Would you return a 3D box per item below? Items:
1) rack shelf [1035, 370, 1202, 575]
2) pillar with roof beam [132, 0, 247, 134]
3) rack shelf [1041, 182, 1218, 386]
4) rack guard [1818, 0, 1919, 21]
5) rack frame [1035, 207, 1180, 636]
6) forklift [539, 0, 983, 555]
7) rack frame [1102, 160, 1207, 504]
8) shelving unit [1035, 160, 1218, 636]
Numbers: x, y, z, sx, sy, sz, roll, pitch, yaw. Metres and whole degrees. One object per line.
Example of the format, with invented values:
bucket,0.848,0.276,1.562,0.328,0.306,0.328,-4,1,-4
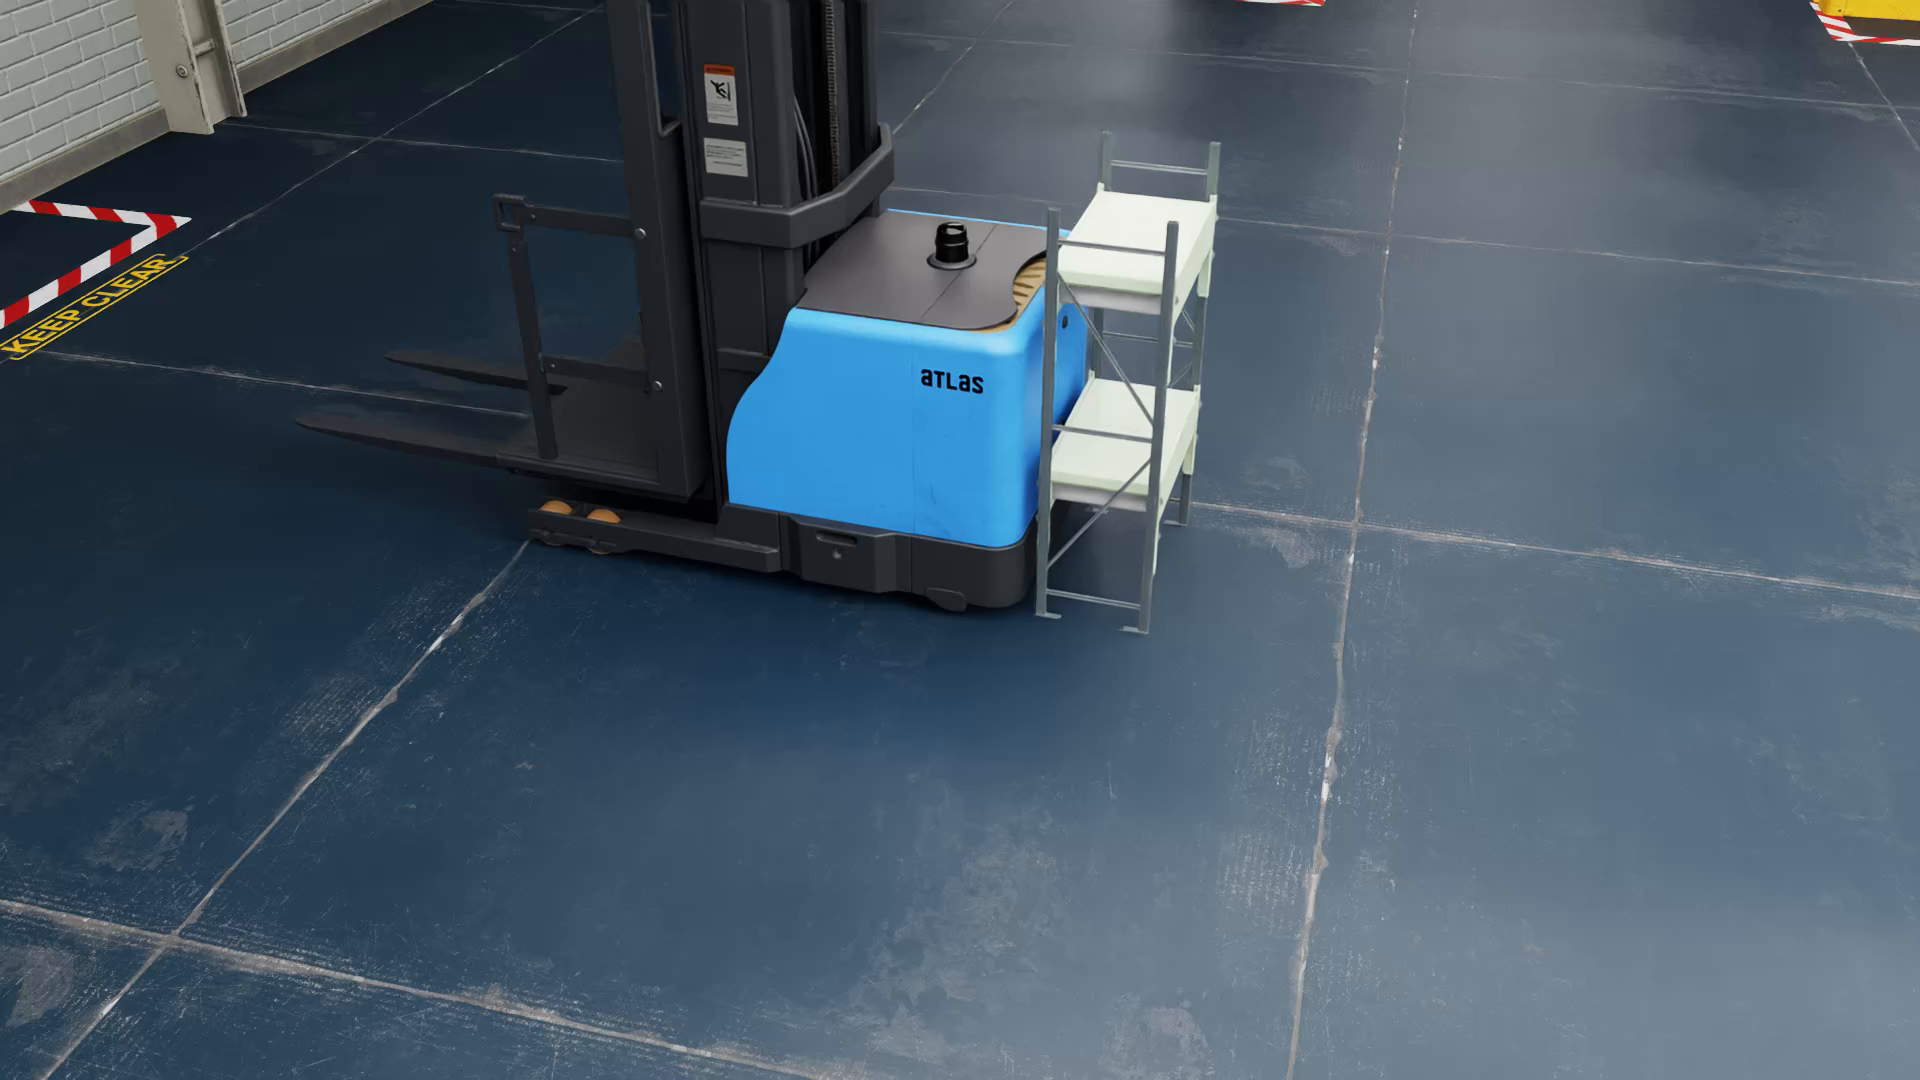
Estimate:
rack shelf,0.567,-0.253,5.858,0.431,0.370,0.720,9,34,14
pillar with roof beam,-0.514,-5.808,6.998,9.100,9.000,0.400,8,33,12
rack shelf,0.567,-0.858,5.474,0.431,0.370,0.720,9,34,14
rack guard,7.060,-4.137,12.291,1.175,0.500,0.348,8,33,12
rack frame,0.459,-0.341,5.388,0.400,1.500,0.023,9,34,14
forklift,10.328,-2.559,7.602,21.305,2.867,12.119,10,34,15
rack frame,0.676,-0.716,5.978,0.380,1.308,0.010,9,34,14
shelving unit,0.566,-0.527,5.680,0.431,1.500,0.748,9,34,14
